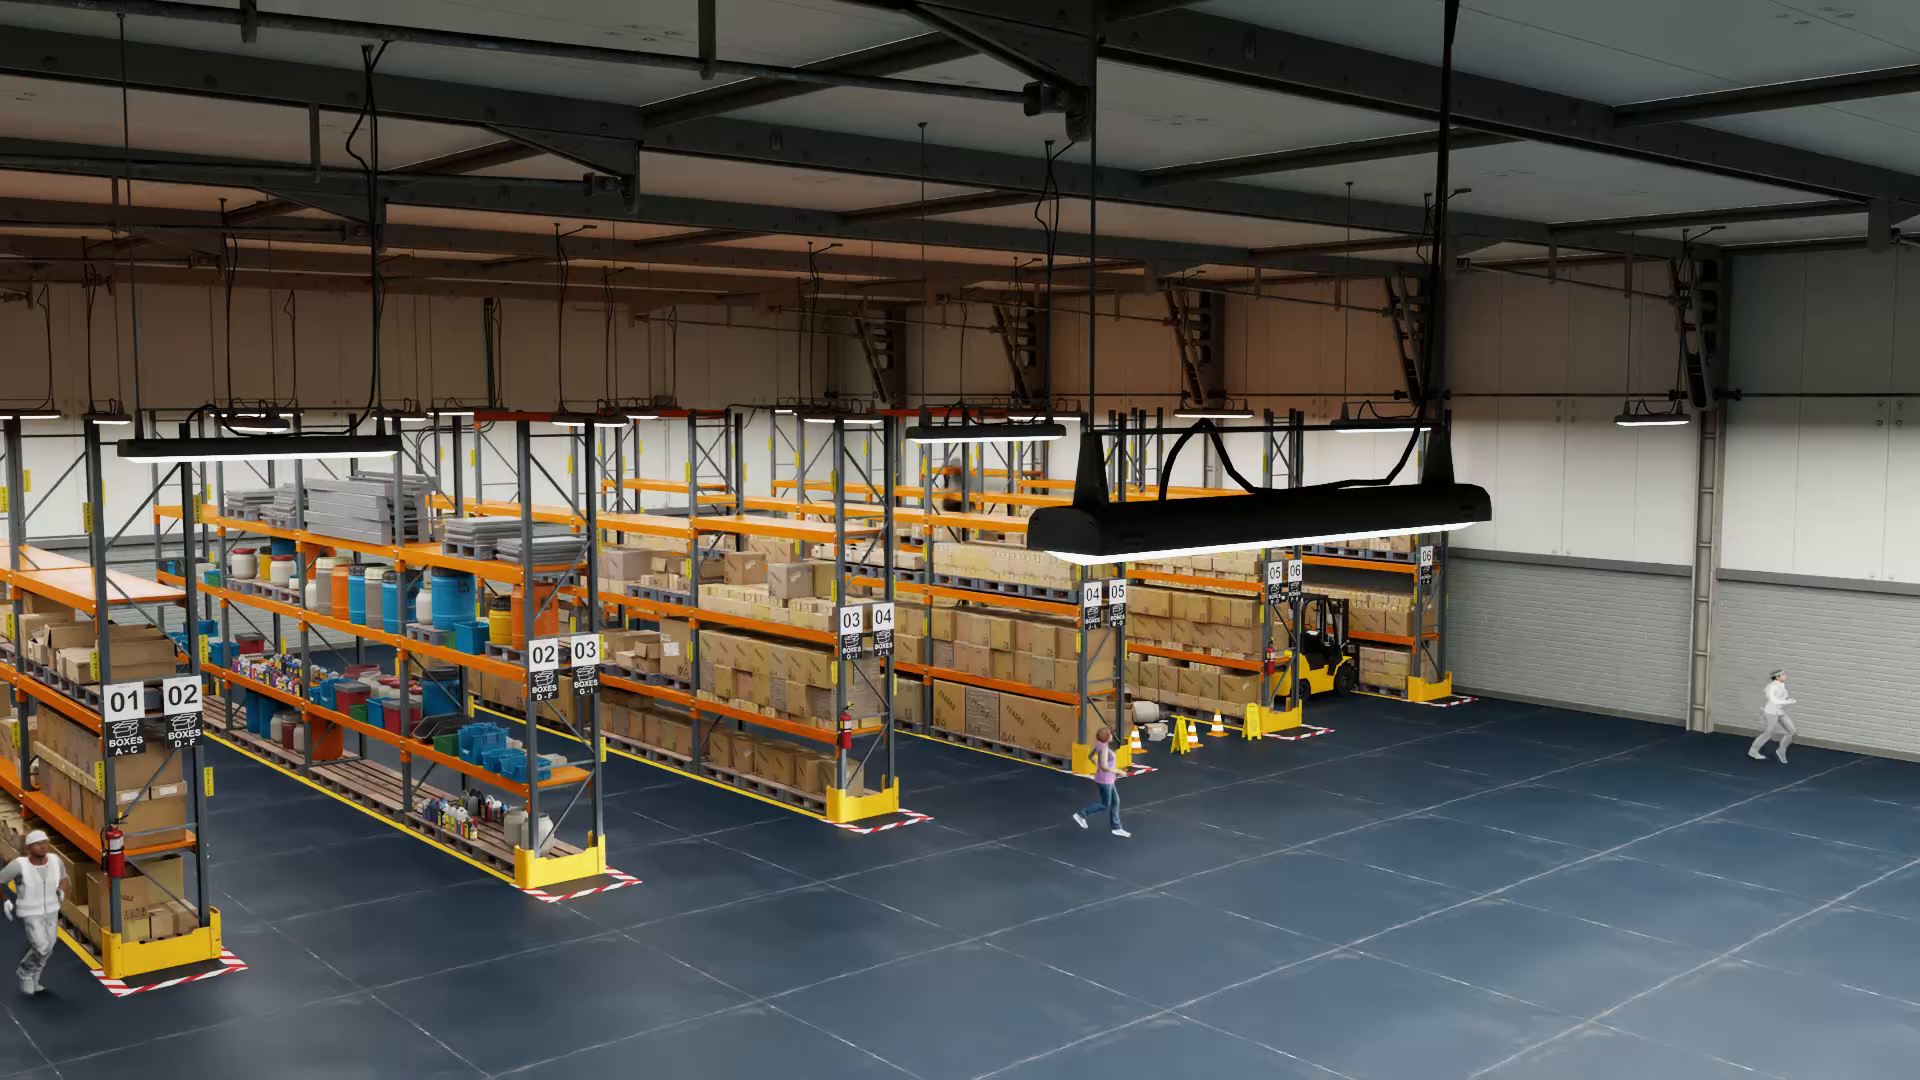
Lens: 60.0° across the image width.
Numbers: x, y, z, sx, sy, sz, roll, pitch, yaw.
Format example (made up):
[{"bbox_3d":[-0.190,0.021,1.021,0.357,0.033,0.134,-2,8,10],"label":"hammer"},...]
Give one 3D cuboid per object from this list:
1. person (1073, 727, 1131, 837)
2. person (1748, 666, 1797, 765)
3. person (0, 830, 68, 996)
[{"bbox_3d":[2.031,3.463,23.769,0.834,1.594,0.551,0,5,-2],"label":"person"},{"bbox_3d":[13.923,2.999,28.482,0.752,1.714,0.594,5,7,43],"label":"person"},{"bbox_3d":[-9.666,3.912,17.463,0.627,1.730,0.662,3,6,32],"label":"person"}]
